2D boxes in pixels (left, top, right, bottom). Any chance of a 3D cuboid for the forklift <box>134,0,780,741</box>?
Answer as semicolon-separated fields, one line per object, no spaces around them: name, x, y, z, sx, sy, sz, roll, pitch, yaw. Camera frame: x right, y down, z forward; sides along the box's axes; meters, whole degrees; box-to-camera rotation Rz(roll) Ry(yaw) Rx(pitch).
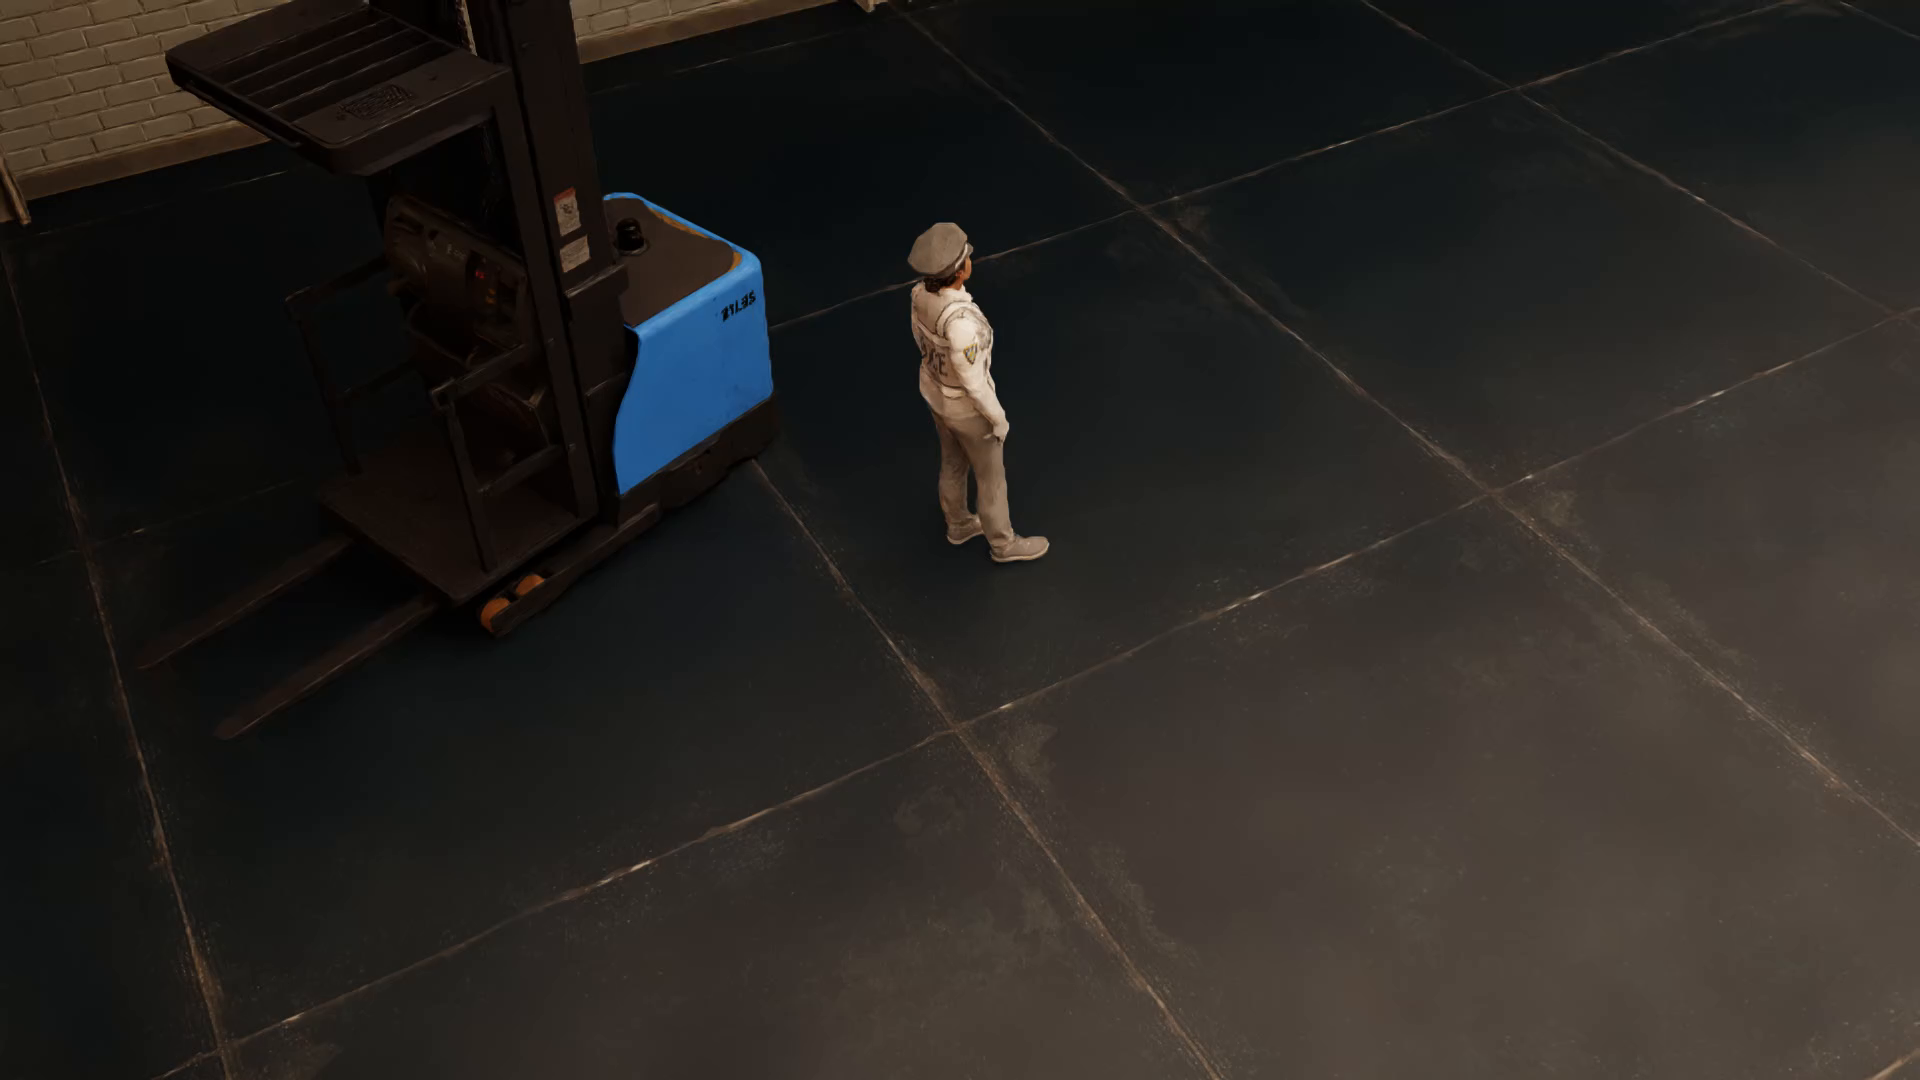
forklift;-2.238;-1.041;6.820;1.130;2.935;3.031;30;50;28

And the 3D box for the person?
person;0.062;-0.646;7.292;0.533;1.695;0.586;-21;47;-21
